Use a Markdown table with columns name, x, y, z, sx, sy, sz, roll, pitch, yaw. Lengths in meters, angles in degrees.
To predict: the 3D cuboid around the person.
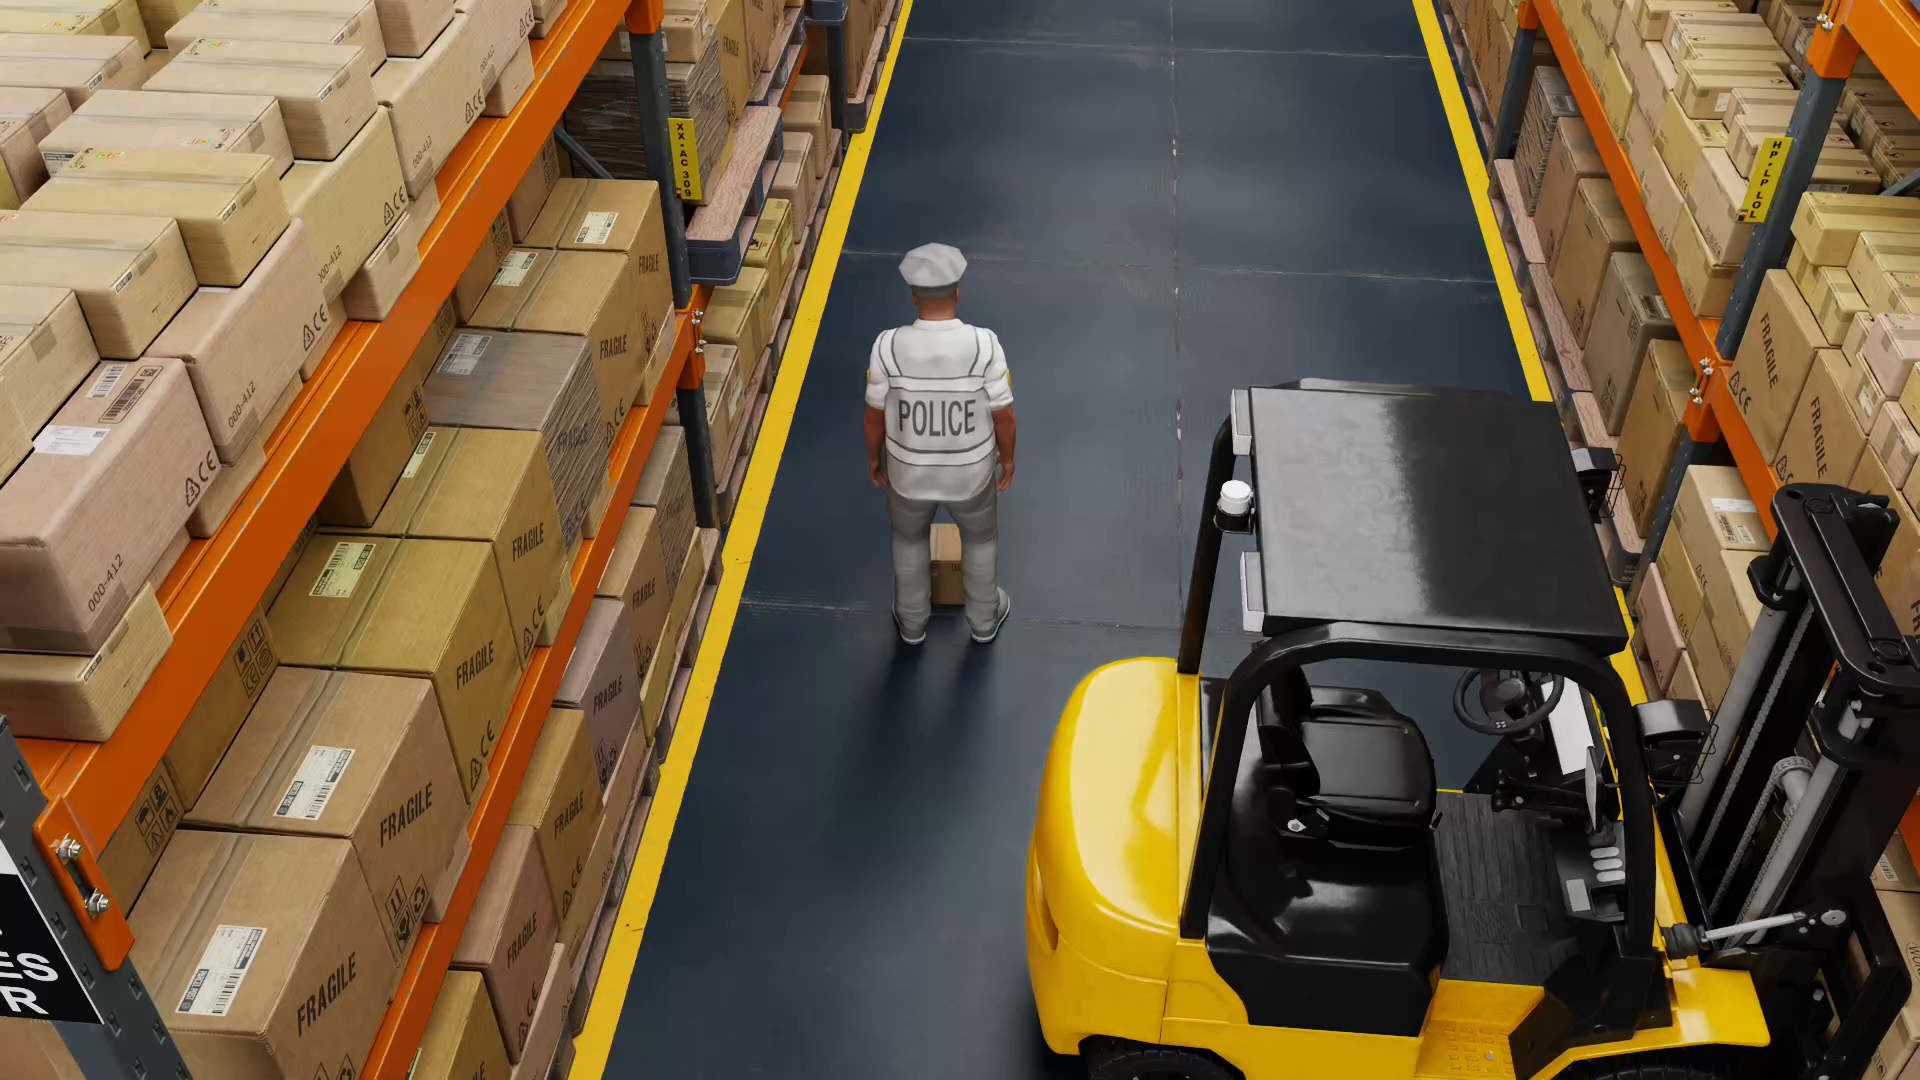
| name | x | y | z | sx | sy | sz | roll | pitch | yaw |
| --- | --- | --- | --- | --- | --- | --- | --- | --- | --- |
| person | -0.075 | -0.298 | 6.507 | 0.587 | 1.748 | 0.442 | 1 | 40 | 1 |
